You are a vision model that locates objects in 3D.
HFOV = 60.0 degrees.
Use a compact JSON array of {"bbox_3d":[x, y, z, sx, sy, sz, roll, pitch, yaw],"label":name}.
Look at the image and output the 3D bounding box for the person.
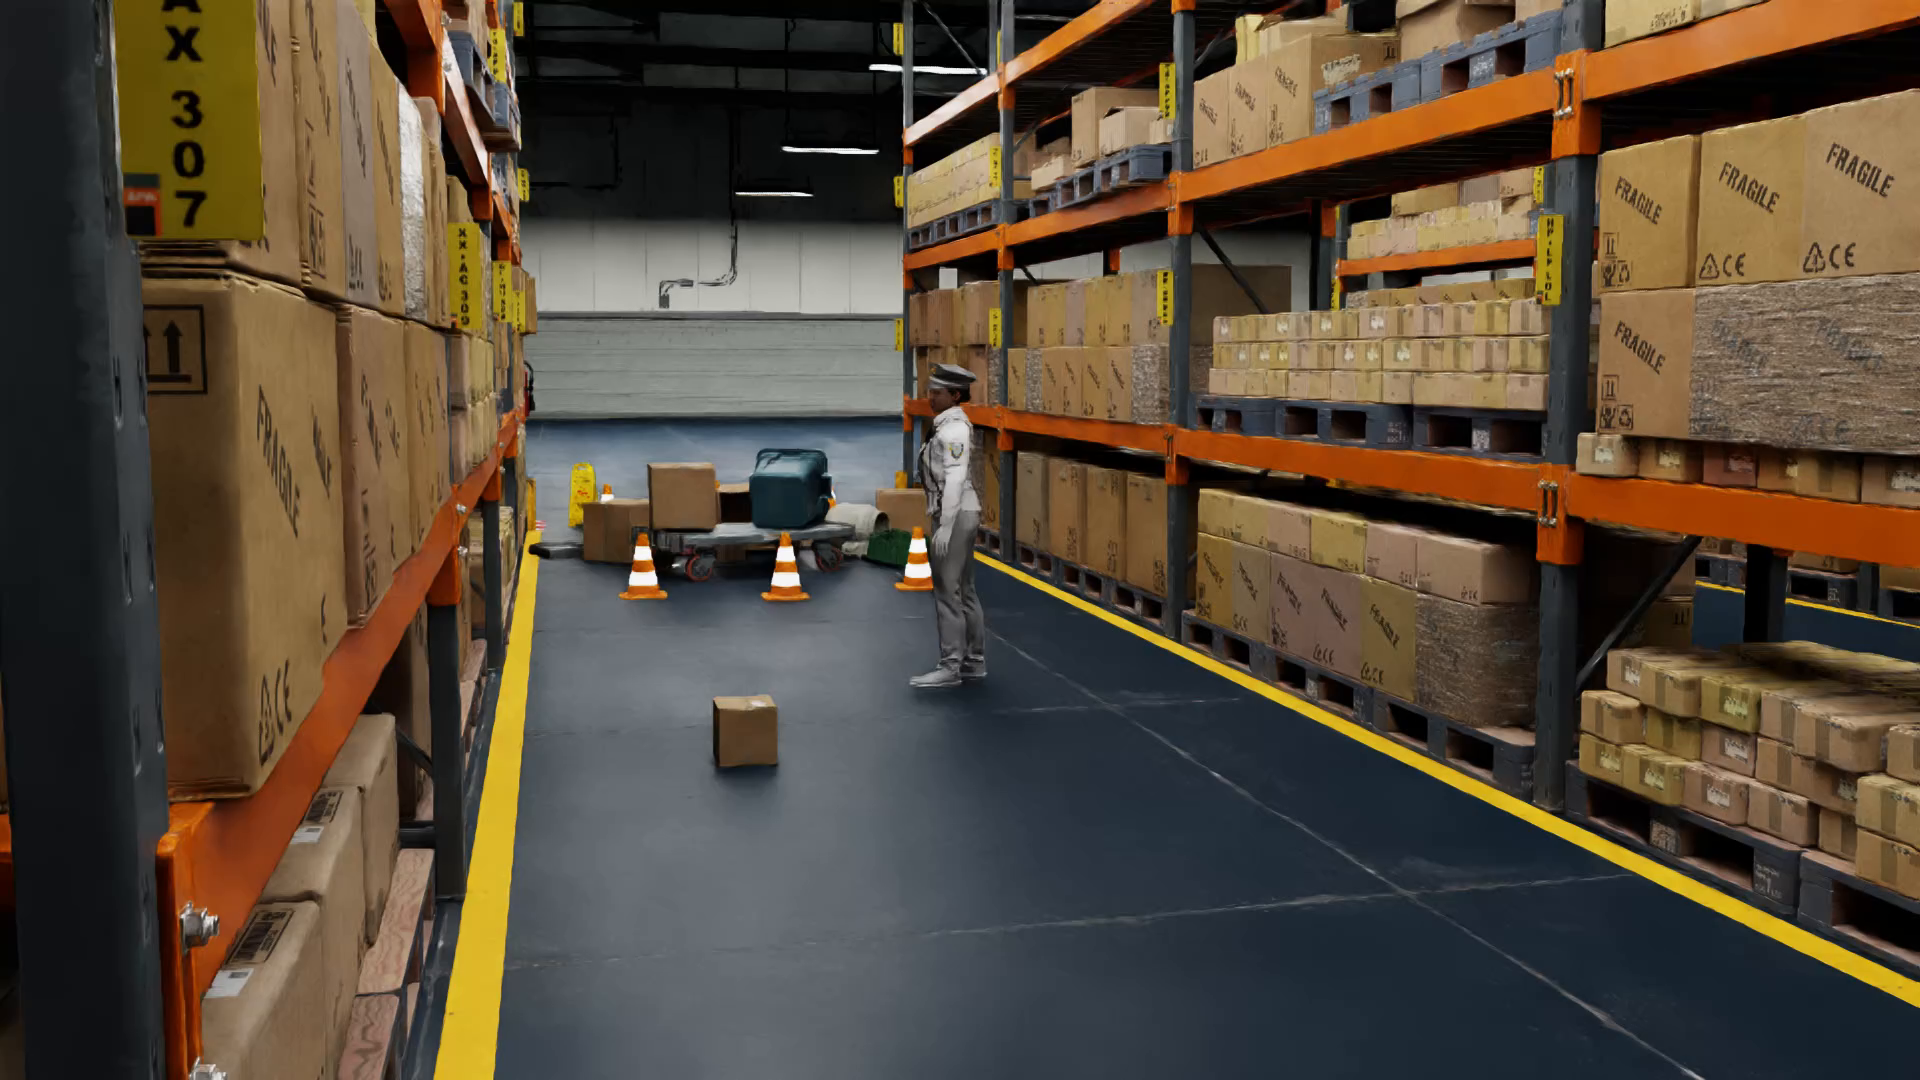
[{"bbox_3d":[-0.060,-0.083,8.654,0.394,1.678,0.553,0,6,3],"label":"person"}]
